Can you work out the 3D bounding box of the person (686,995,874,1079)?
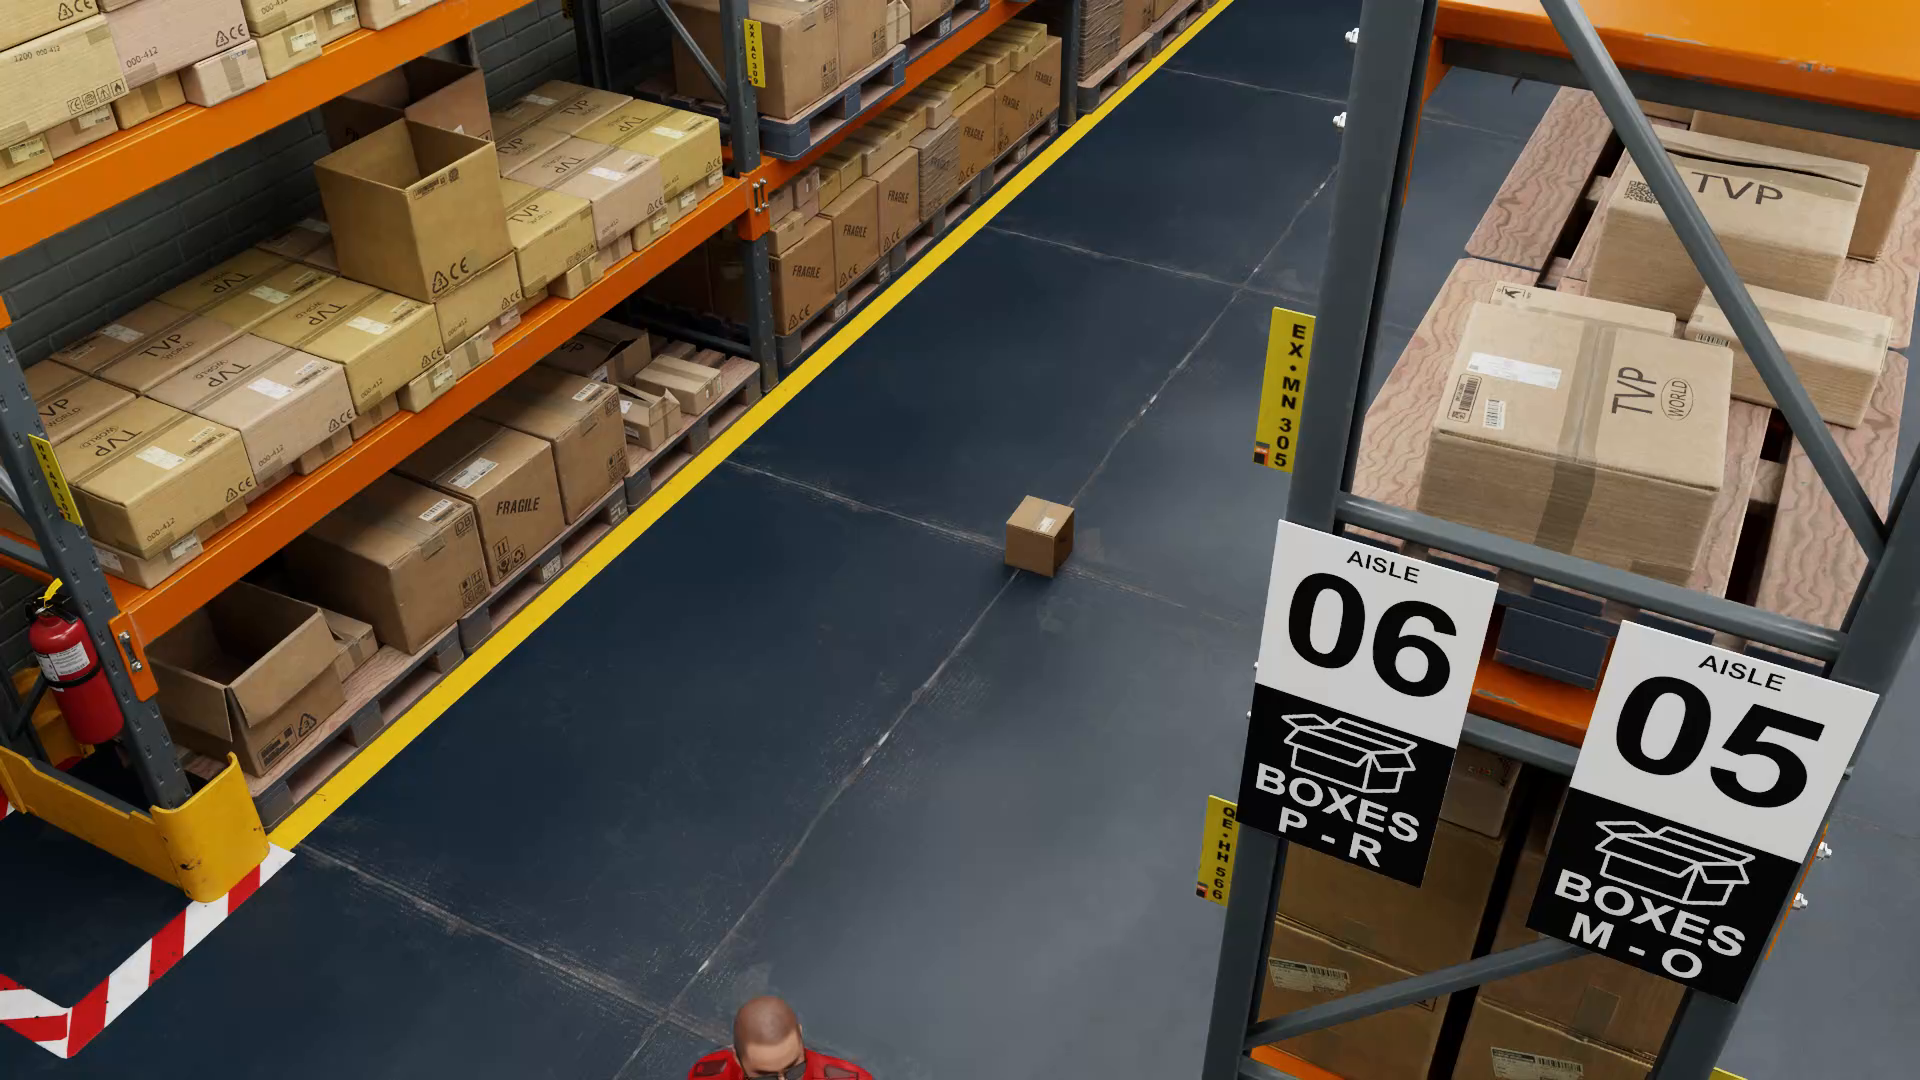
[{"bbox_3d":[-0.442,1.547,4.167,0.547,1.039,0.341,7,38,9],"label":"person"}]
